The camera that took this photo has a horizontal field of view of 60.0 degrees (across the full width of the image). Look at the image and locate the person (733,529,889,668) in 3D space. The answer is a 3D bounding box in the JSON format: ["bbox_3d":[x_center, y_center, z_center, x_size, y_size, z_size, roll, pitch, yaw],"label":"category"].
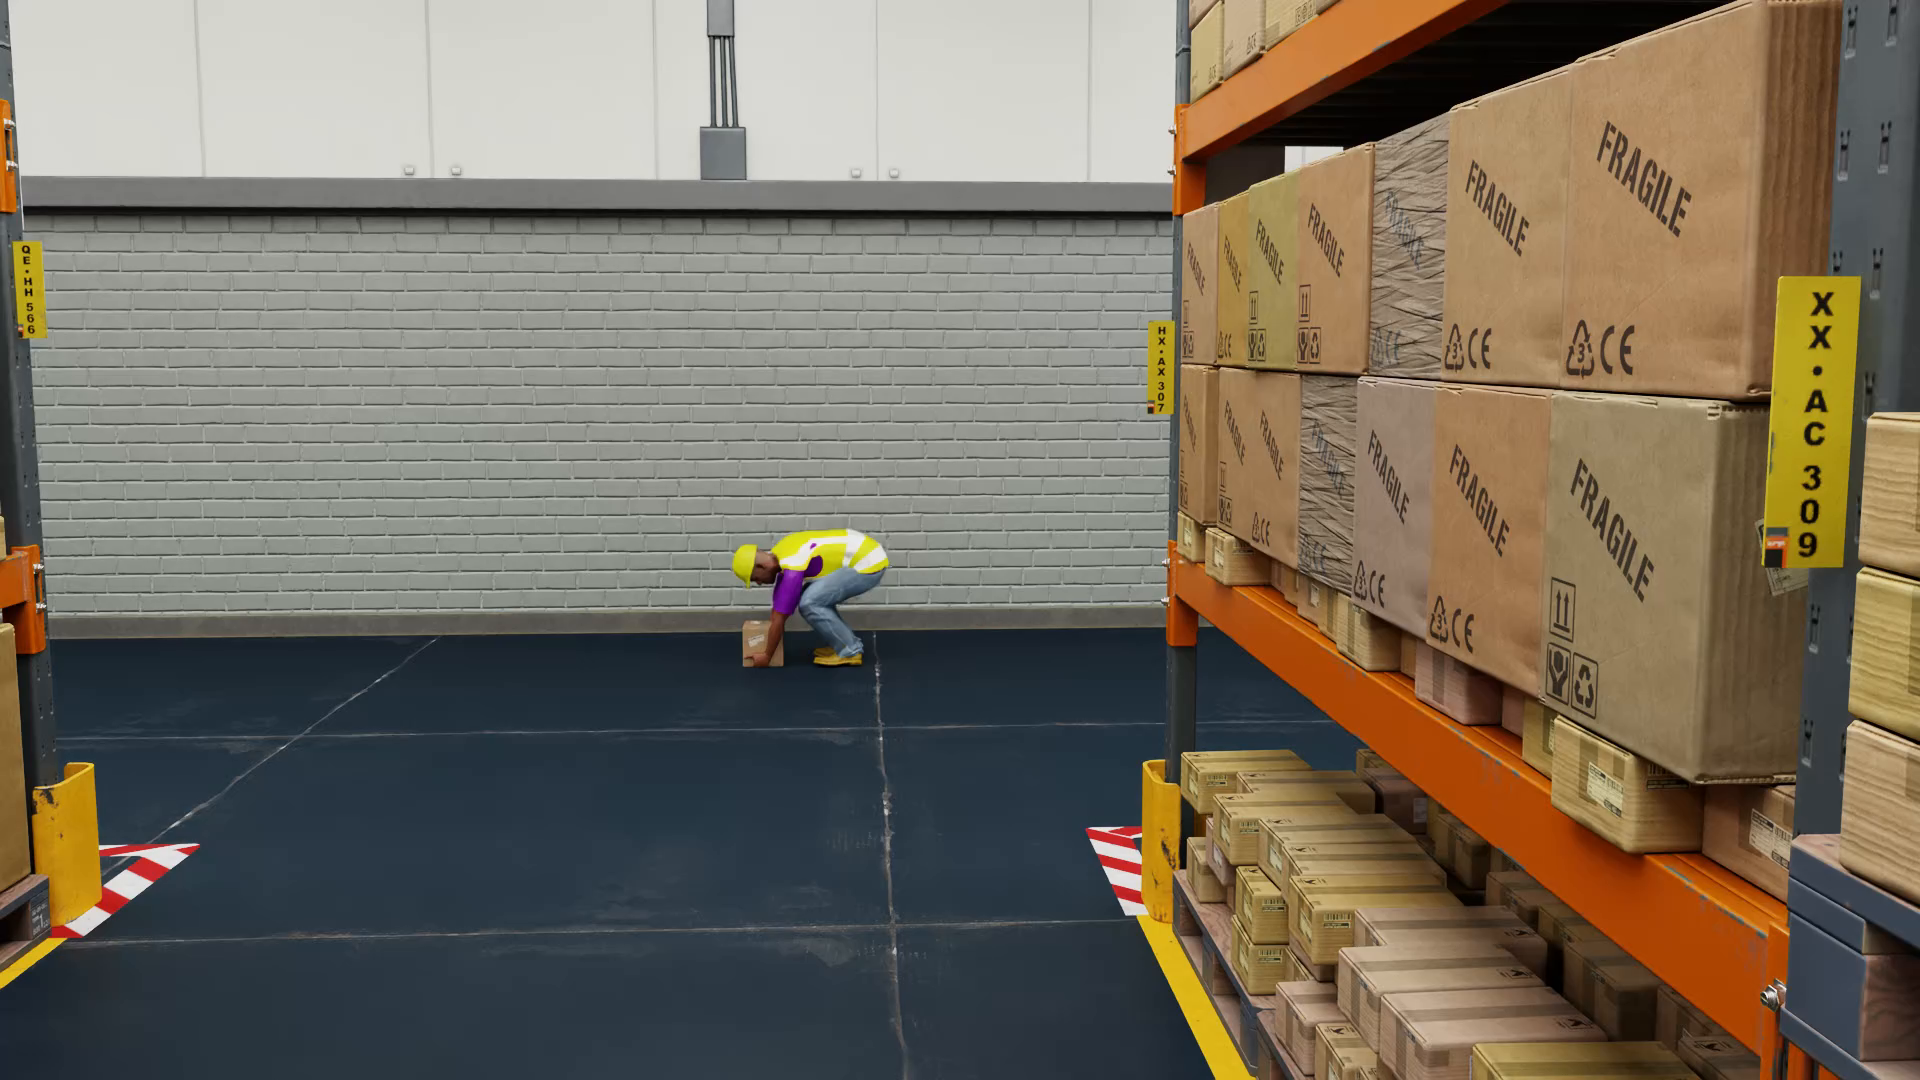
[{"bbox_3d":[-0.938,0.369,10.511,0.980,0.863,0.516,-1,7,-6],"label":"person"}]
